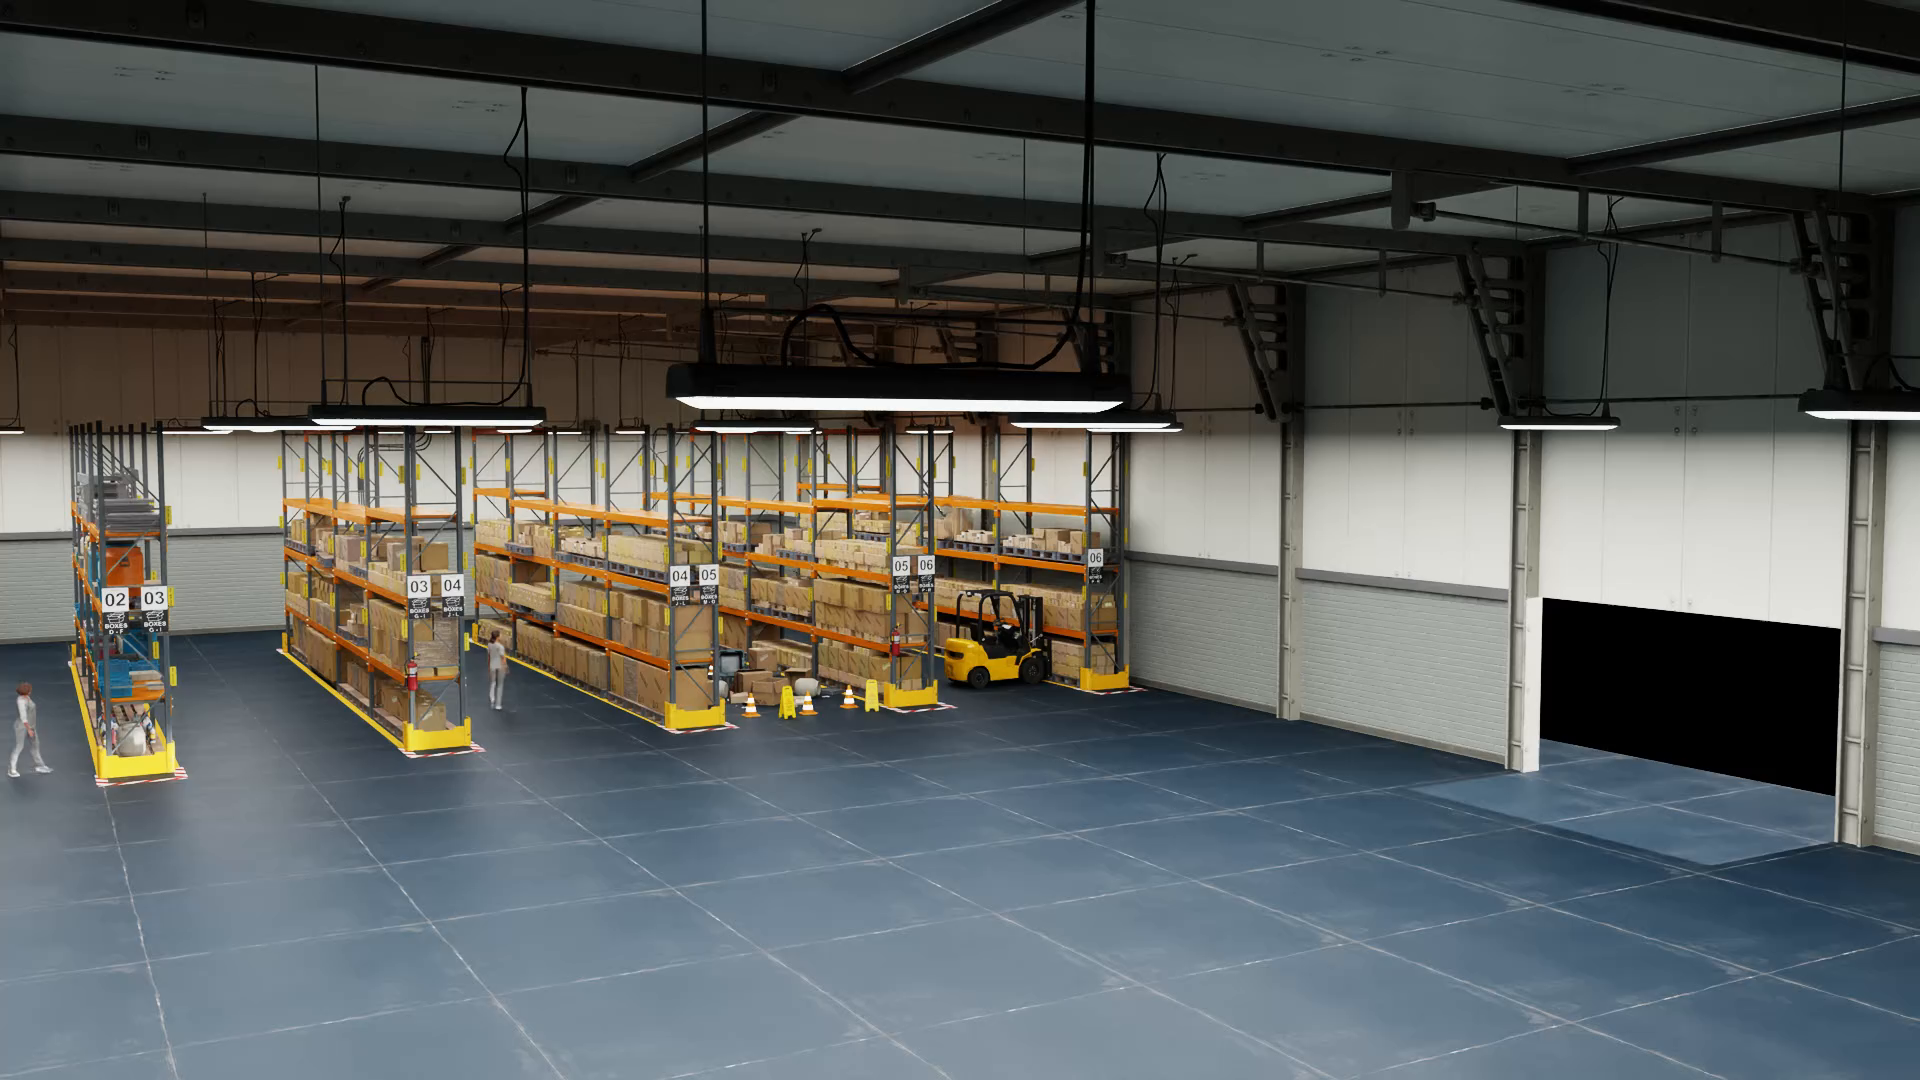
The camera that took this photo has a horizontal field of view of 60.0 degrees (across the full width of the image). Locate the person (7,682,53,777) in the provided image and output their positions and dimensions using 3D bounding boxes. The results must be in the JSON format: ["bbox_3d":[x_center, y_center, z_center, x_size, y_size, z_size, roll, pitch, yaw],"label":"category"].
[{"bbox_3d":[-15.803,3.192,28.175,0.596,1.597,0.542,0,4,-7],"label":"person"}]

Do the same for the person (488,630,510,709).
[{"bbox_3d":[-9.696,2.720,34.953,0.468,1.679,0.444,0,4,6],"label":"person"}]
